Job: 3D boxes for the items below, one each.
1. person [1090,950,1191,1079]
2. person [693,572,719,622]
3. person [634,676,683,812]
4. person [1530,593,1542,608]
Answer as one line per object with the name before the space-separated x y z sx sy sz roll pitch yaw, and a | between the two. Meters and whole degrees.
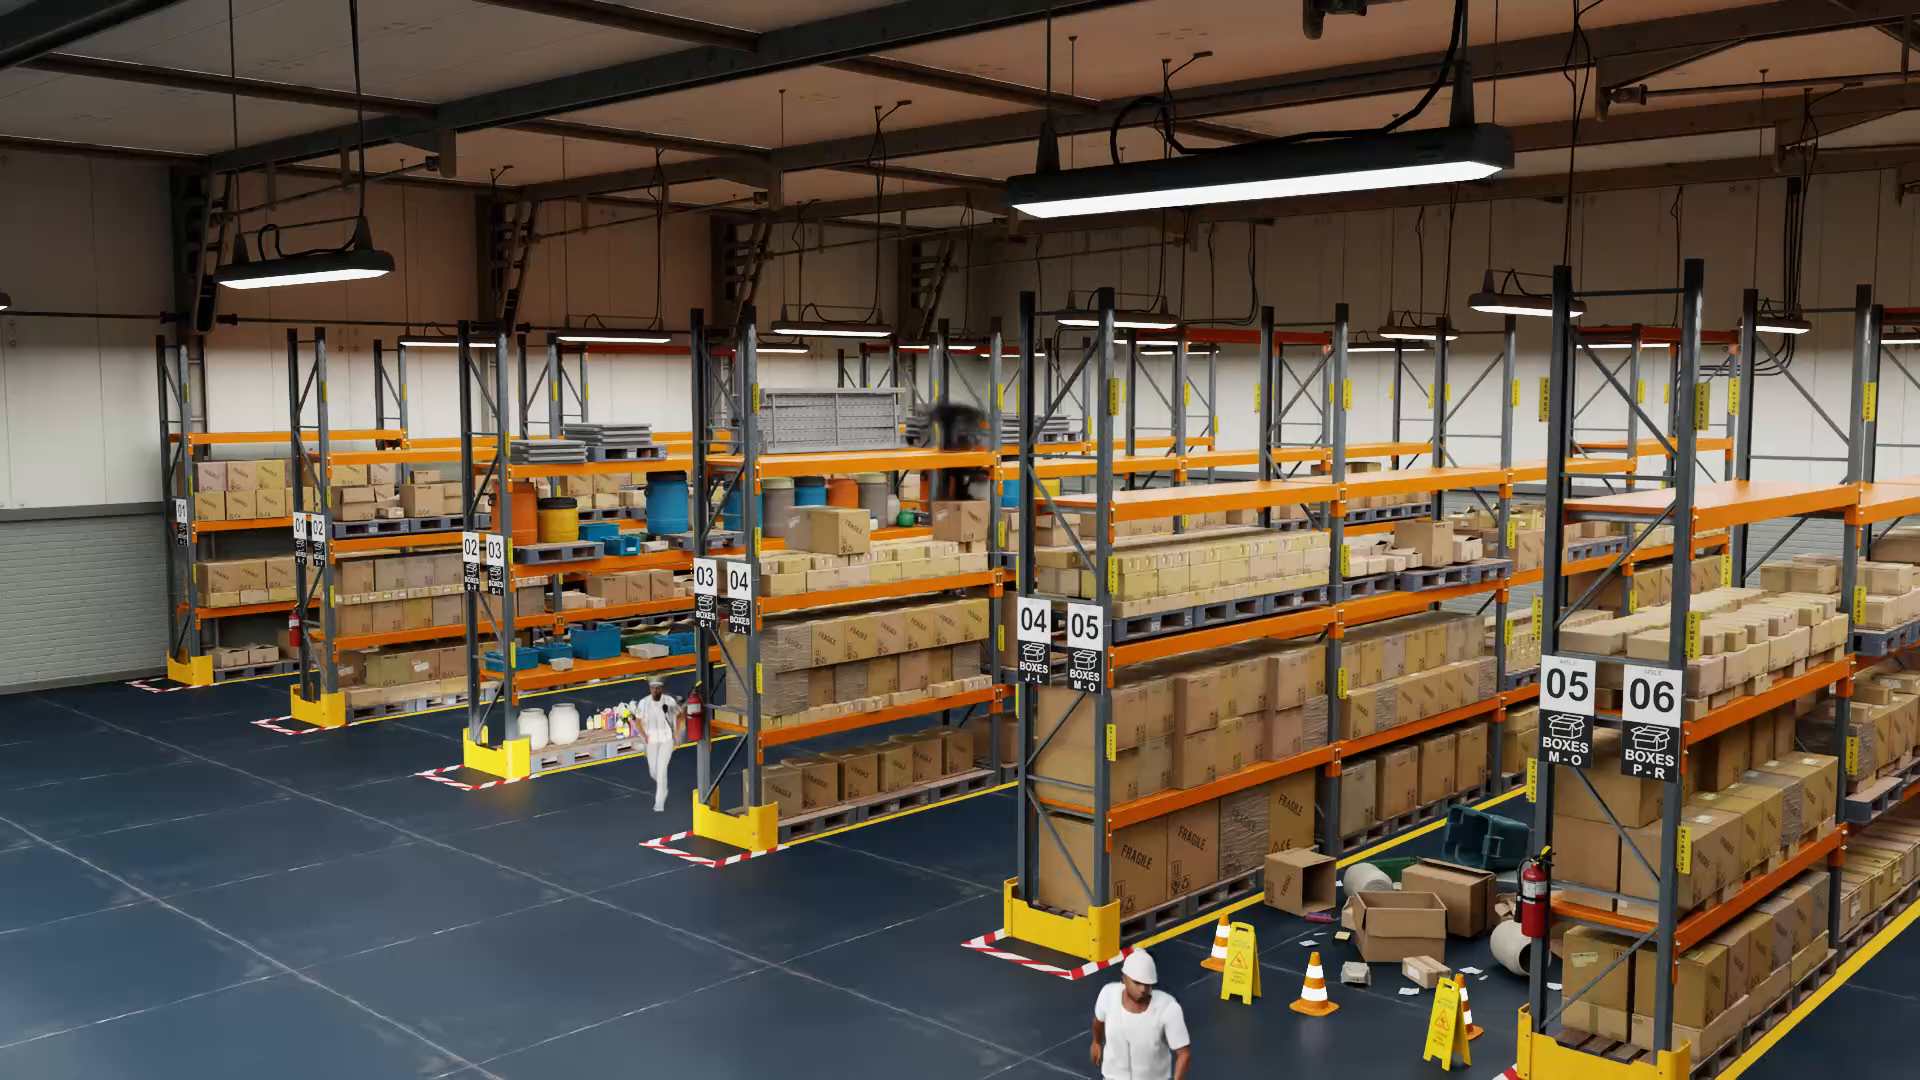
person | 1.076 3.338 10.244 0.711 1.701 0.791 2 6 16
person | -5.116 1.230 33.962 0.583 1.498 0.794 3 6 25
person | -3.680 2.441 20.397 0.573 1.651 0.762 0 5 1
person | 9.349 1.738 27.158 0.647 1.749 0.648 5 7 42
